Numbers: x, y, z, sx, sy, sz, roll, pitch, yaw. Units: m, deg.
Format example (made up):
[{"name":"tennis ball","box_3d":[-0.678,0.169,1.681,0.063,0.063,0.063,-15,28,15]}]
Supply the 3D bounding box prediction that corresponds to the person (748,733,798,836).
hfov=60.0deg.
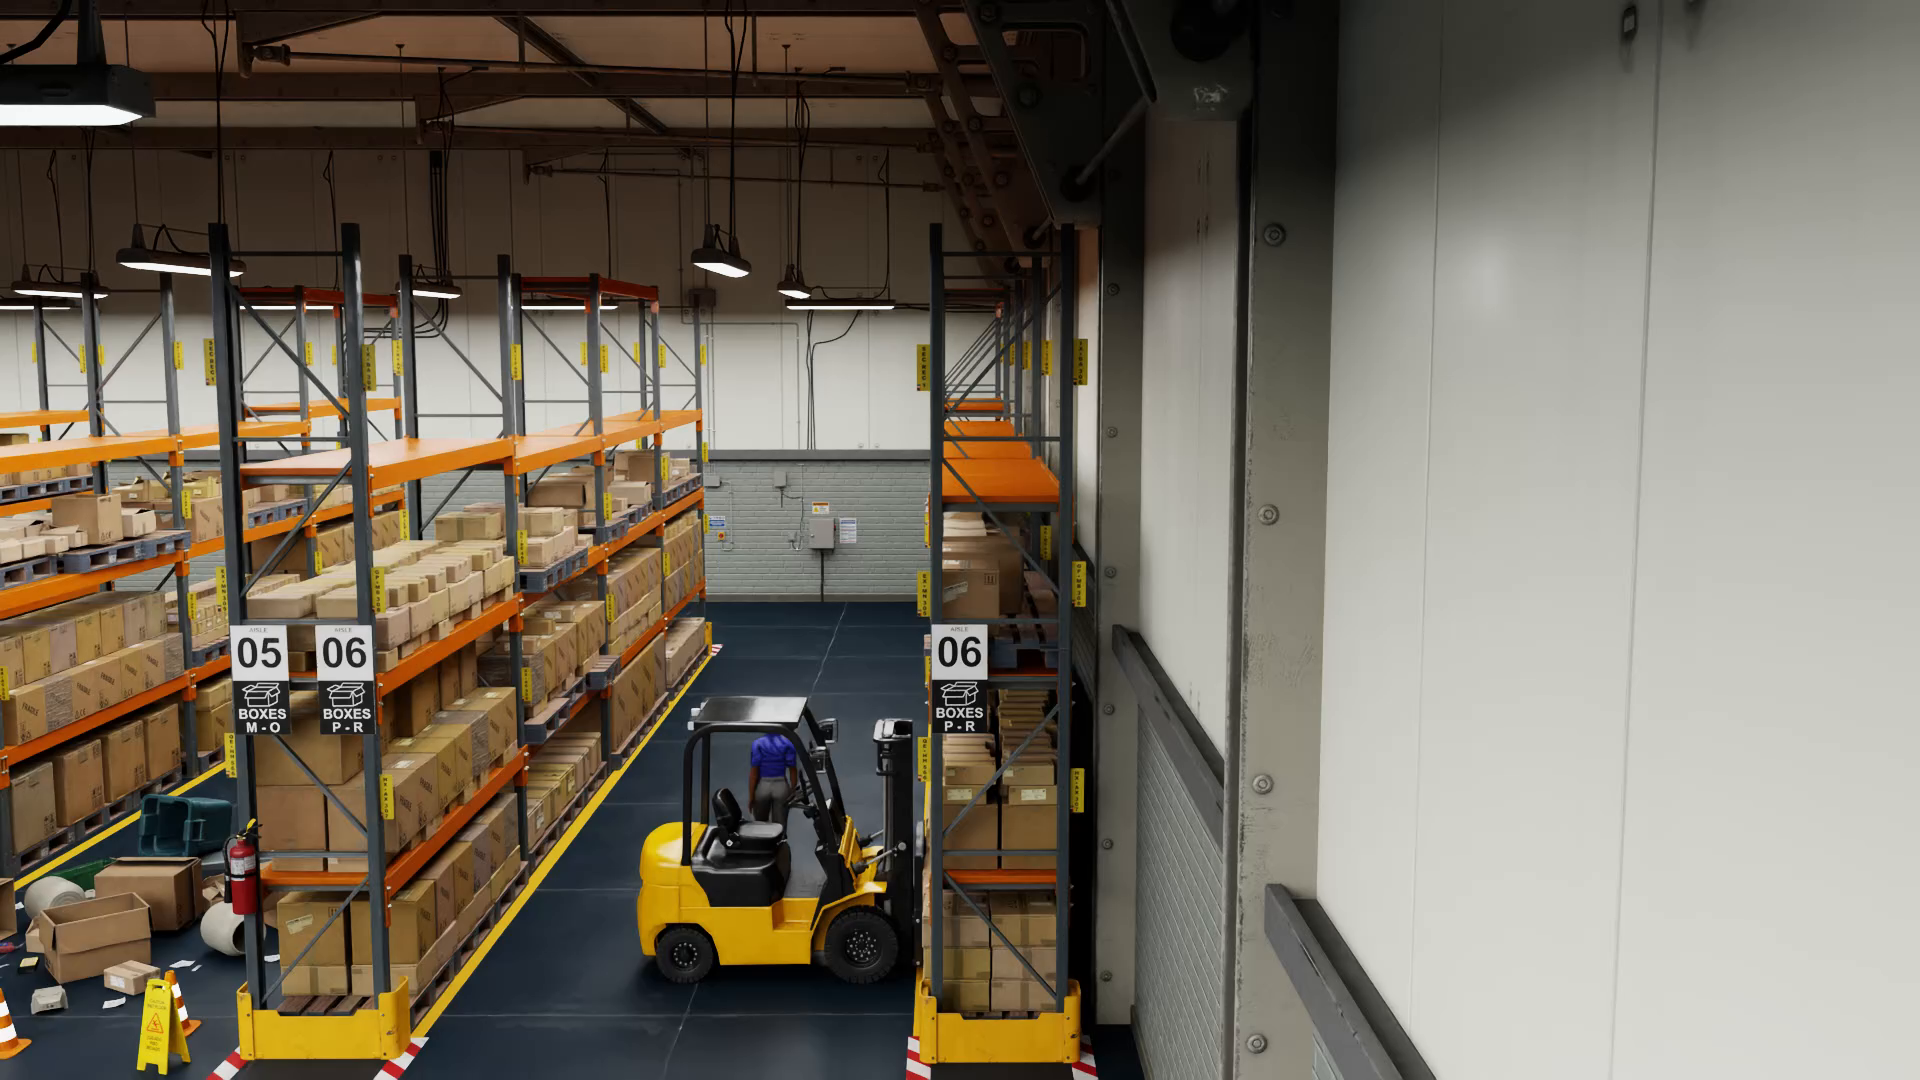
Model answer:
[{"name":"person","box_3d":[-1.810,2.501,16.108,0.487,1.697,0.612,-1,7,-10]}]
